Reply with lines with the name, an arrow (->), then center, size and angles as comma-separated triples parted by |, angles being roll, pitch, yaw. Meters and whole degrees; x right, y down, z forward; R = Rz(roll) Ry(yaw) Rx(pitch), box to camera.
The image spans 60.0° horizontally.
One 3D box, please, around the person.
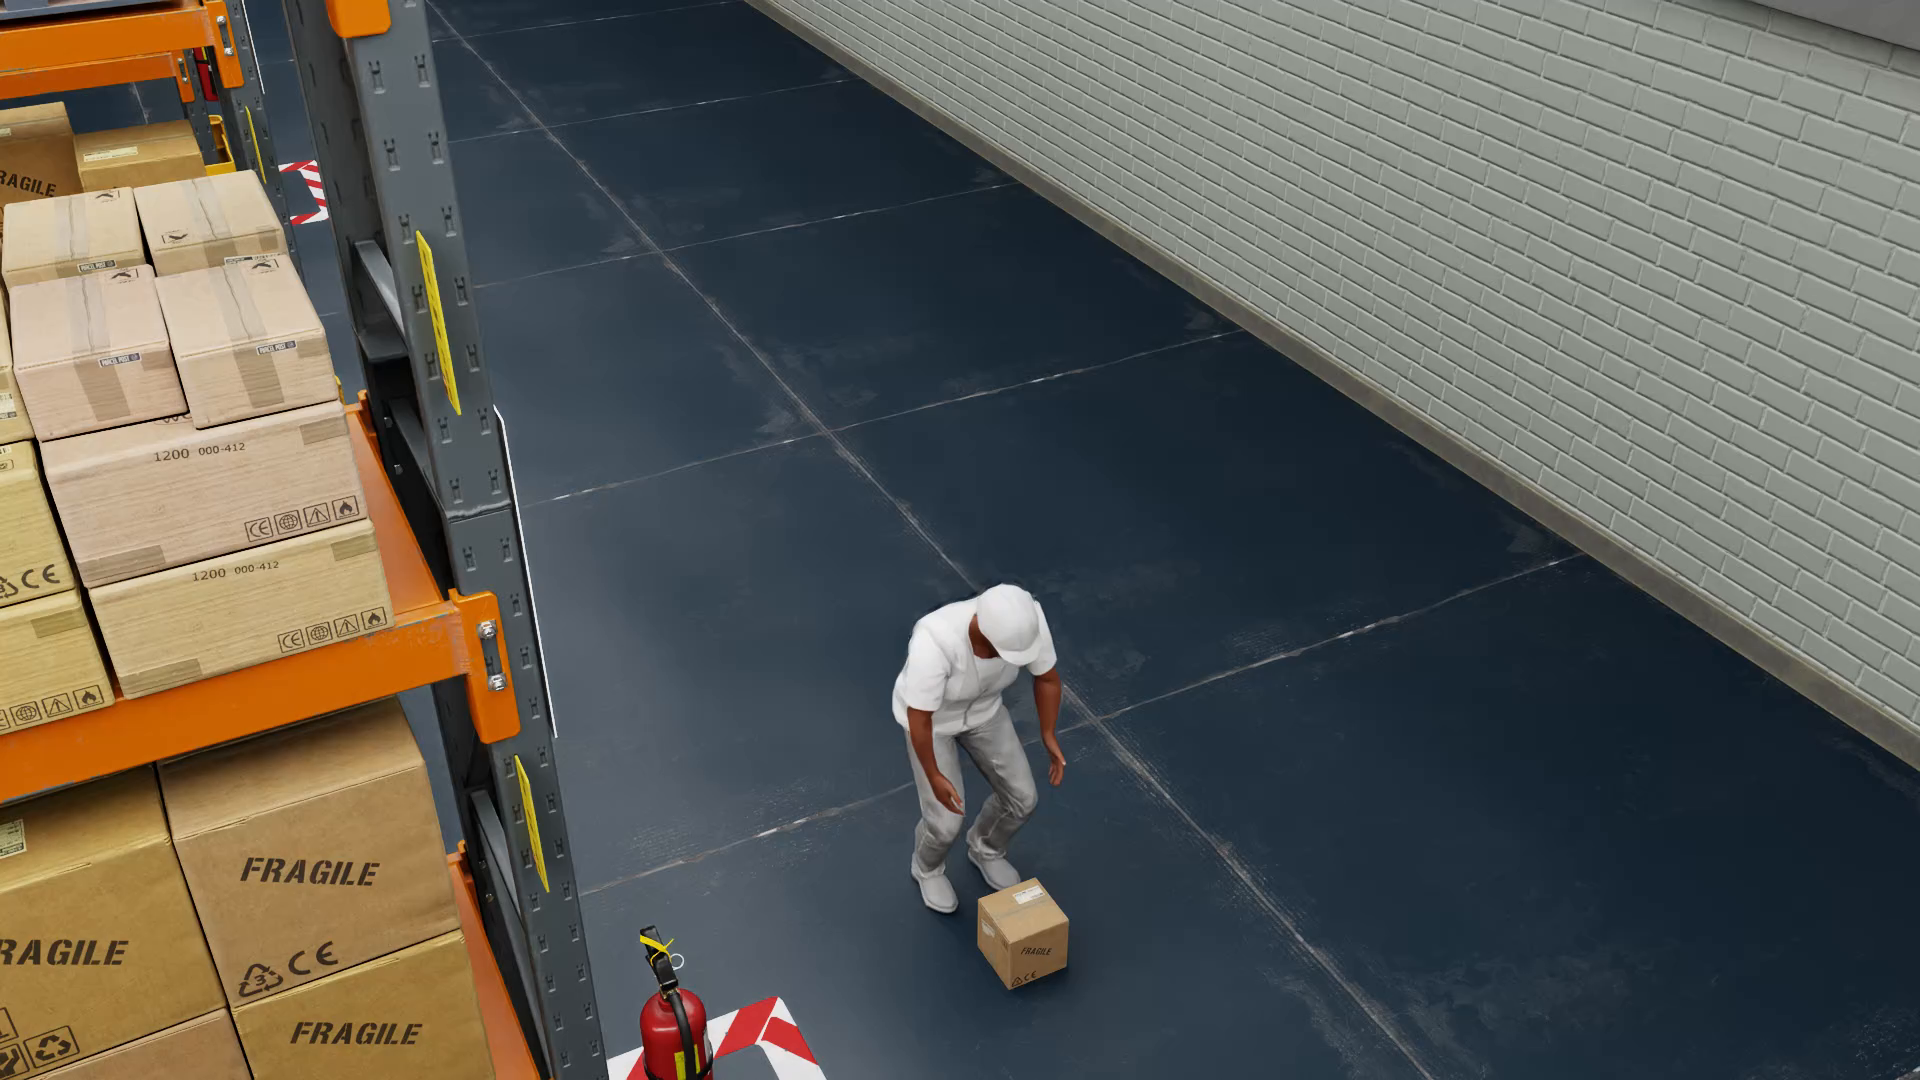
person -> 0.067, 0.715, 6.216 | 0.625, 1.543, 0.666 | -16, 36, -23
